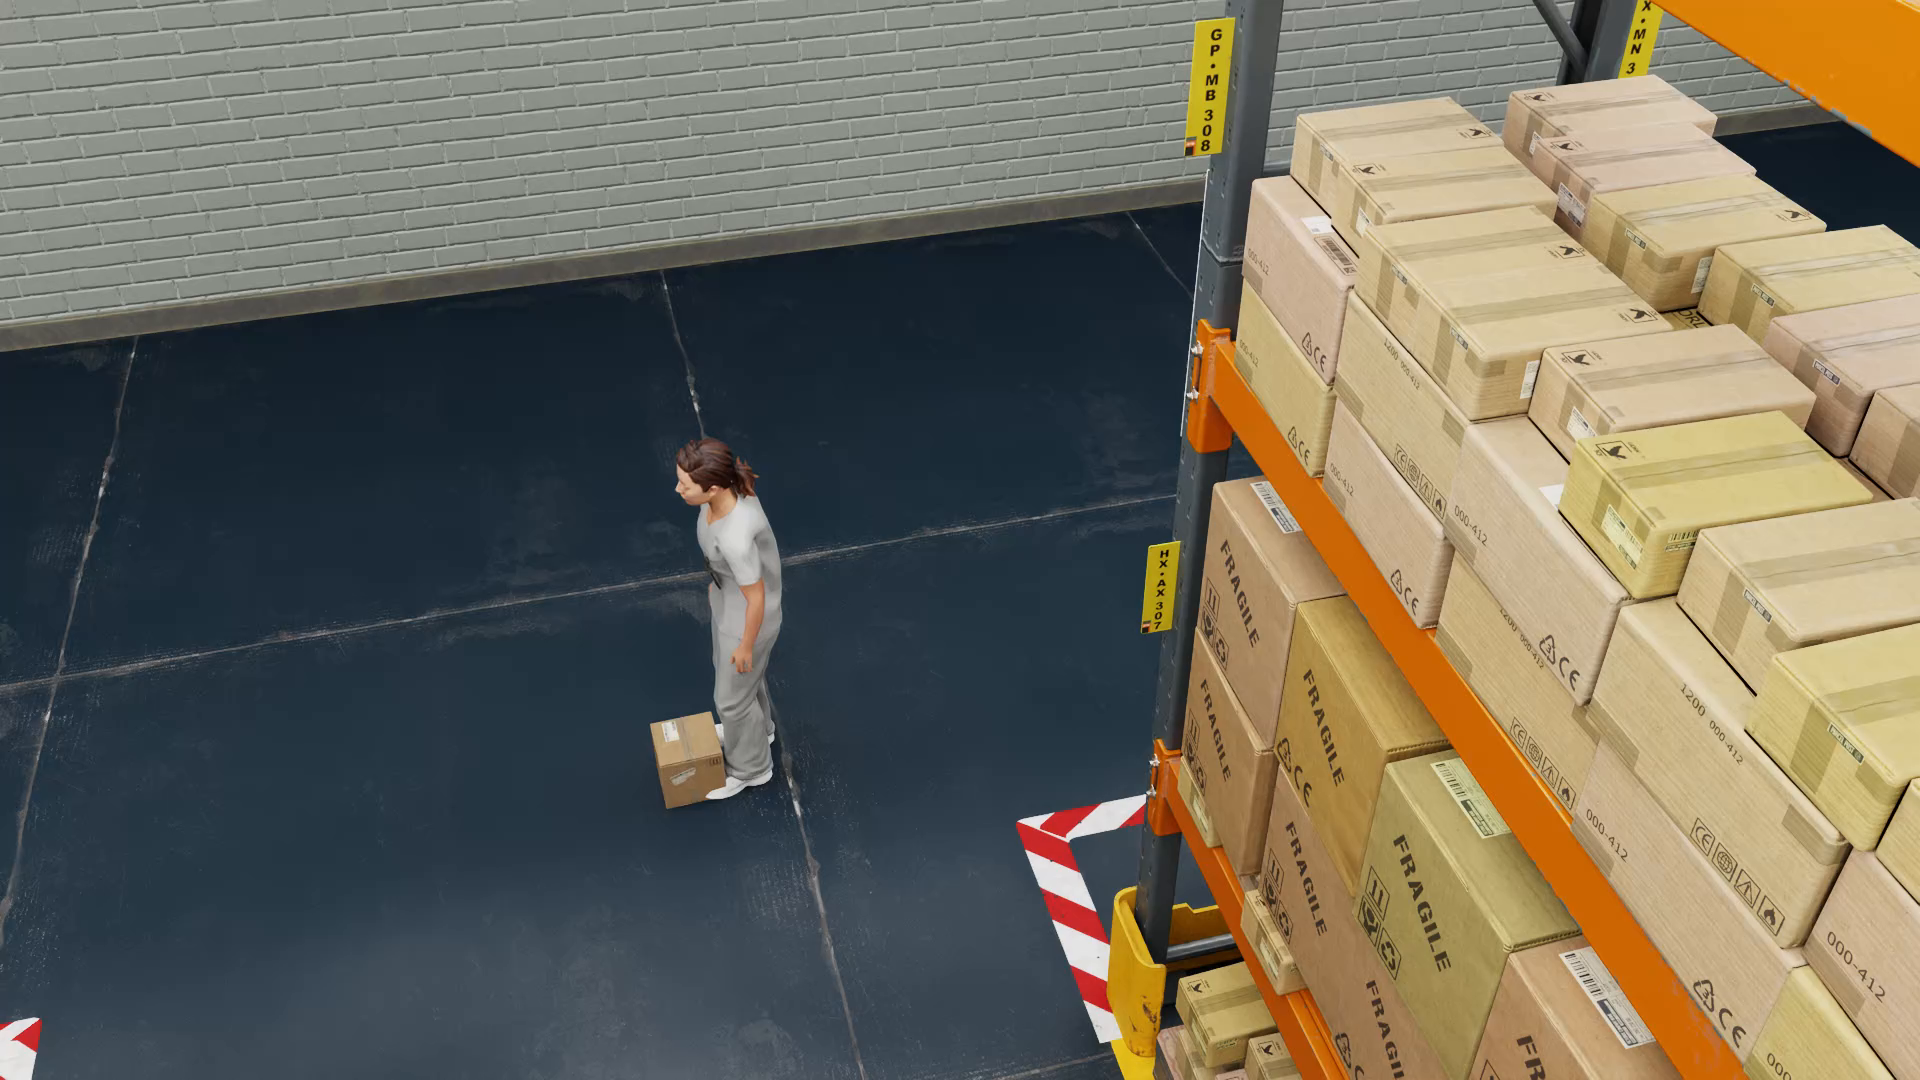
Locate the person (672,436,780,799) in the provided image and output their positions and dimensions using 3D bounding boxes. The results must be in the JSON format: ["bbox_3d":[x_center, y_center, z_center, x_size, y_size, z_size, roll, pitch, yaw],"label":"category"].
[{"bbox_3d":[-0.888,0.291,6.347,0.405,1.672,0.500,-10,39,-13],"label":"person"}]
